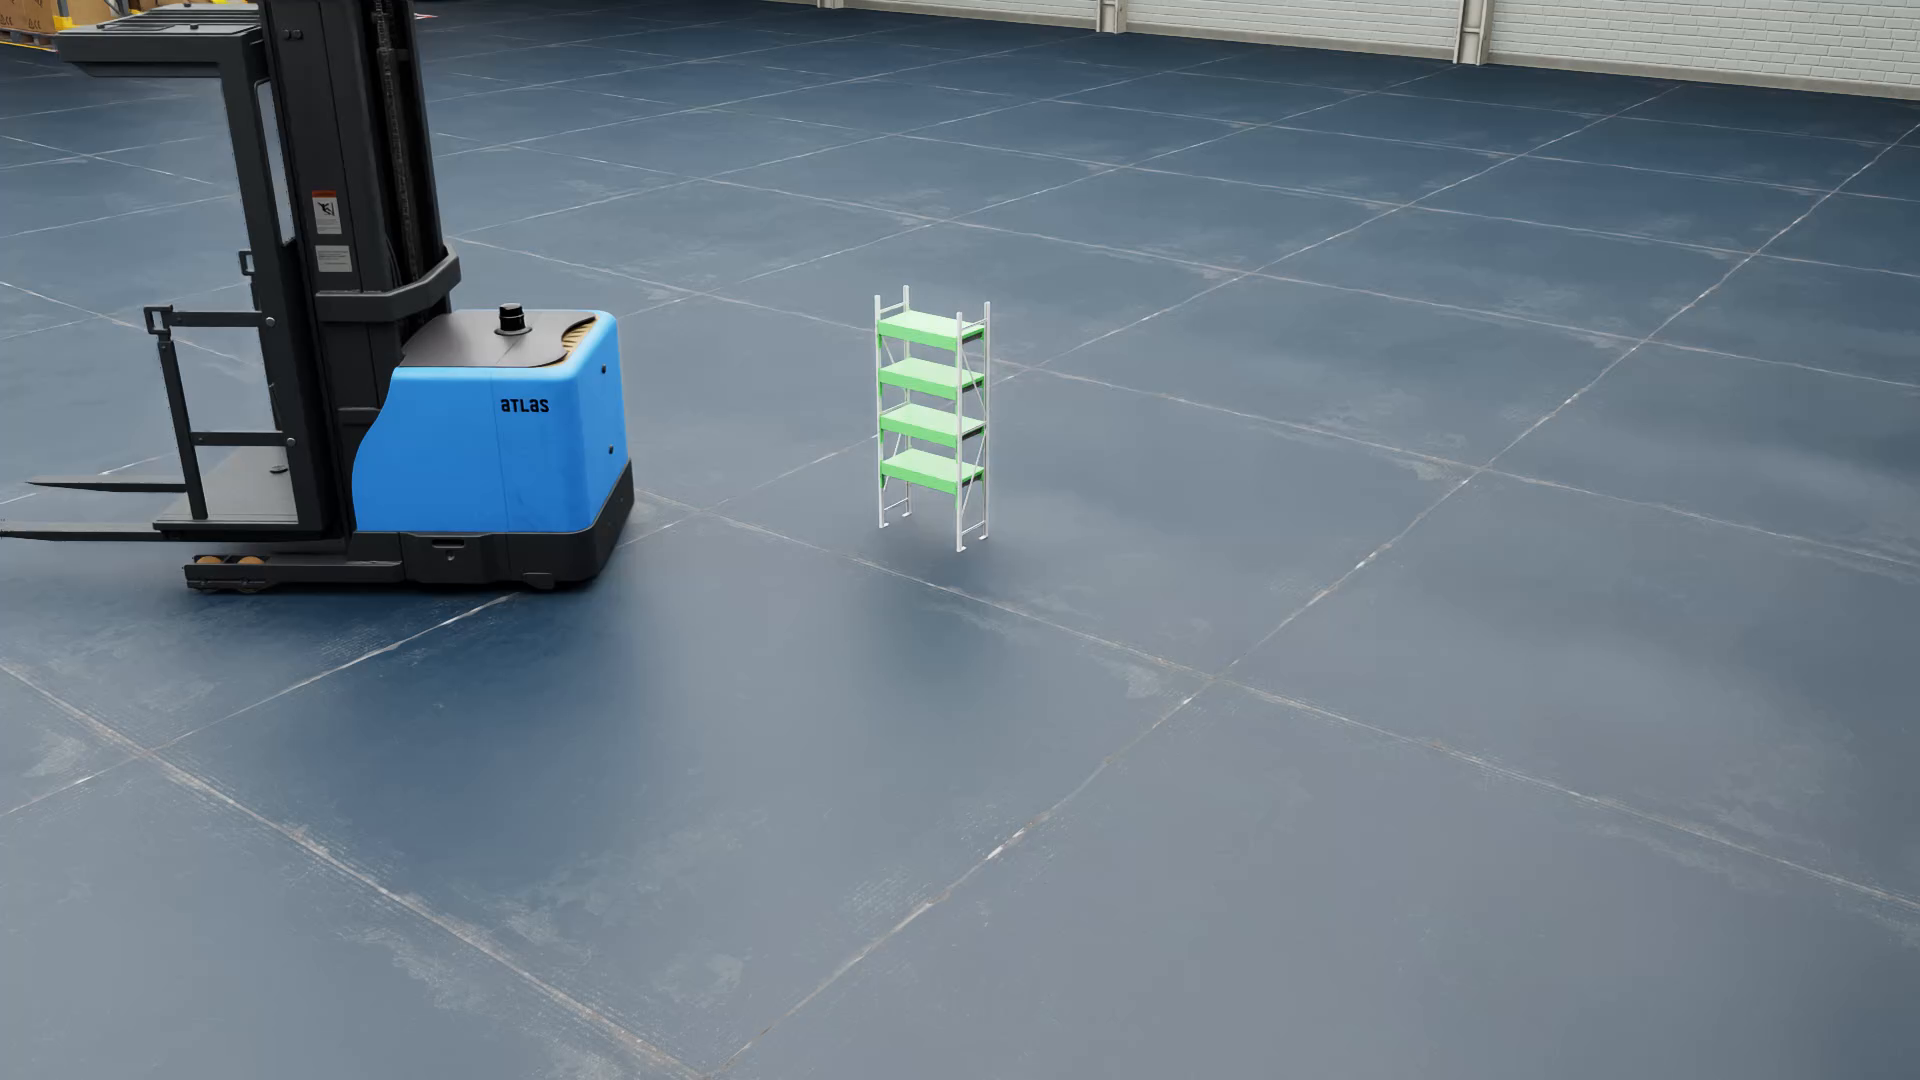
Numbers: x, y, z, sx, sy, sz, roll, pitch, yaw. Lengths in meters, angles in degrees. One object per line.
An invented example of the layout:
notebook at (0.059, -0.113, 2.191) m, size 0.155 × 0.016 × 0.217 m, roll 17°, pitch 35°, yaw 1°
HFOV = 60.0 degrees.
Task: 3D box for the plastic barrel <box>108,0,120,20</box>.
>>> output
plastic barrel at (-14.366, -8.838, 27.783) m, size 0.512 × 0.421 × 0.421 m, roll -5°, pitch 24°, yaw -12°

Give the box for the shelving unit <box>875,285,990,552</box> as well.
shelving unit at (-0.132, -0.589, 8.099) m, size 0.503 × 1.200 × 0.258 m, roll 17°, pitch 29°, yaw 33°

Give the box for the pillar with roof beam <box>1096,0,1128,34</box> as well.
pillar with roof beam at (-0.127, -10.966, 21.978) m, size 0.400 × 9.000 × 9.100 m, roll 17°, pitch 29°, yaw 33°

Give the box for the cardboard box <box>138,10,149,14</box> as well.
cardboard box at (-13.713, -8.723, 27.719) m, size 0.396 × 0.266 × 0.258 m, roll -21°, pitch 31°, yaw -39°

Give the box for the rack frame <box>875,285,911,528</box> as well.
rack frame at (-0.328, -0.648, 8.233) m, size 0.015 × 1.200 × 0.240 m, roll 17°, pitch 29°, yaw 33°

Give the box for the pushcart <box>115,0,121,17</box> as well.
pushcart at (-14.633, -9.470, 29.274) m, size 0.936 × 0.377 × 1.648 m, roll 7°, pitch 25°, yaw 15°

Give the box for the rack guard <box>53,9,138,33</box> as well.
rack guard at (-12.973, -7.679, 25.058) m, size 0.348 × 0.500 × 1.175 m, roll 17°, pitch 29°, yaw 33°

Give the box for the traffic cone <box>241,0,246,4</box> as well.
traffic cone at (-11.616, -8.537, 27.051) m, size 0.334 × 0.463 × 0.336 m, roll 17°, pitch 29°, yaw 33°

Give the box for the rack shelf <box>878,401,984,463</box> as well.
rack shelf at (-0.132, -0.531, 8.125) m, size 0.480 × 0.148 × 0.258 m, roll 17°, pitch 29°, yaw 33°

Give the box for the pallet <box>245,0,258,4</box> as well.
pallet at (-12.747, -9.990, 30.662) m, size 1.213 × 0.211 × 1.003 m, roll 17°, pitch 29°, yaw 33°

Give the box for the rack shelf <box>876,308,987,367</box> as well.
rack shelf at (-0.132, -0.970, 7.931) m, size 0.480 × 0.148 × 0.258 m, roll 17°, pitch 29°, yaw 33°

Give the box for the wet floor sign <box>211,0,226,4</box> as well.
wet floor sign at (-11.782, -8.383, 26.476) m, size 0.232 × 0.644 × 0.267 m, roll 12°, pitch 26°, yaw 24°

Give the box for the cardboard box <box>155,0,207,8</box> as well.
cardboard box at (-13.029, -8.916, 27.861) m, size 0.637 × 0.503 × 0.797 m, roll -1°, pitch 24°, yaw -3°

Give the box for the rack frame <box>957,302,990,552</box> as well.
rack frame at (0.063, -0.530, 7.965) m, size 0.015 × 1.200 × 0.240 m, roll 17°, pitch 29°, yaw 33°

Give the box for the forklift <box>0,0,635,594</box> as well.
forklift at (-3.187, -1.307, 7.581) m, size 3.031 × 2.935 × 1.130 m, roll 0°, pitch 24°, yaw 1°

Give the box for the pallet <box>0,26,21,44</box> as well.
pallet at (-14.651, -8.016, 26.181) m, size 1.213 × 0.211 × 1.003 m, roll 17°, pitch 29°, yaw 33°

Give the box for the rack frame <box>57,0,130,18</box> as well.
rack frame at (-12.993, -8.829, 24.567) m, size 0.127 × 3.000 × 1.000 m, roll 17°, pitch 29°, yaw 33°

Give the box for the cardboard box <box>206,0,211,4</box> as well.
cardboard box at (-13.264, -9.577, 29.362) m, size 0.500 × 0.500 × 0.500 m, roll -5°, pitch 24°, yaw -12°

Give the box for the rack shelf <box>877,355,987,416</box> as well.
rack shelf at (-0.132, -0.750, 8.028) m, size 0.480 × 0.148 × 0.258 m, roll 17°, pitch 29°, yaw 33°

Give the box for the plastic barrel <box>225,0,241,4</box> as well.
plastic barrel at (-12.665, -9.282, 28.792) m, size 0.512 × 0.421 × 0.421 m, roll -5°, pitch 24°, yaw -12°

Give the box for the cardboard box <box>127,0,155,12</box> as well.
cardboard box at (-13.782, -9.201, 28.341) m, size 0.503 × 0.637 × 0.797 m, roll 17°, pitch 29°, yaw 33°

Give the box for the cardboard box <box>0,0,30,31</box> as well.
cardboard box at (-14.280, -8.403, 25.716) m, size 0.875 × 0.875 × 0.875 m, roll 16°, pitch 29°, yaw 32°

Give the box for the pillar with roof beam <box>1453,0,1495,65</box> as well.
pillar with roof beam at (4.674, -9.515, 18.685) m, size 0.400 × 9.000 × 9.100 m, roll 17°, pitch 29°, yaw 33°

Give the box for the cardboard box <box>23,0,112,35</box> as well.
cardboard box at (-13.575, -8.191, 25.235) m, size 0.875 × 0.875 × 0.875 m, roll 17°, pitch 29°, yaw 34°

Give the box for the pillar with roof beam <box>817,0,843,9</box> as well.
pillar with roof beam at (-4.928, -12.417, 25.271) m, size 0.400 × 9.000 × 9.100 m, roll 17°, pitch 29°, yaw 33°

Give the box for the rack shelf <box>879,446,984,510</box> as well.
rack shelf at (-0.132, -0.311, 8.221) m, size 0.480 × 0.148 × 0.258 m, roll 17°, pitch 29°, yaw 33°

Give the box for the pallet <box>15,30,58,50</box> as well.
pallet at (-13.679, -7.721, 25.511) m, size 1.213 × 0.211 × 1.003 m, roll 17°, pitch 29°, yaw 33°
